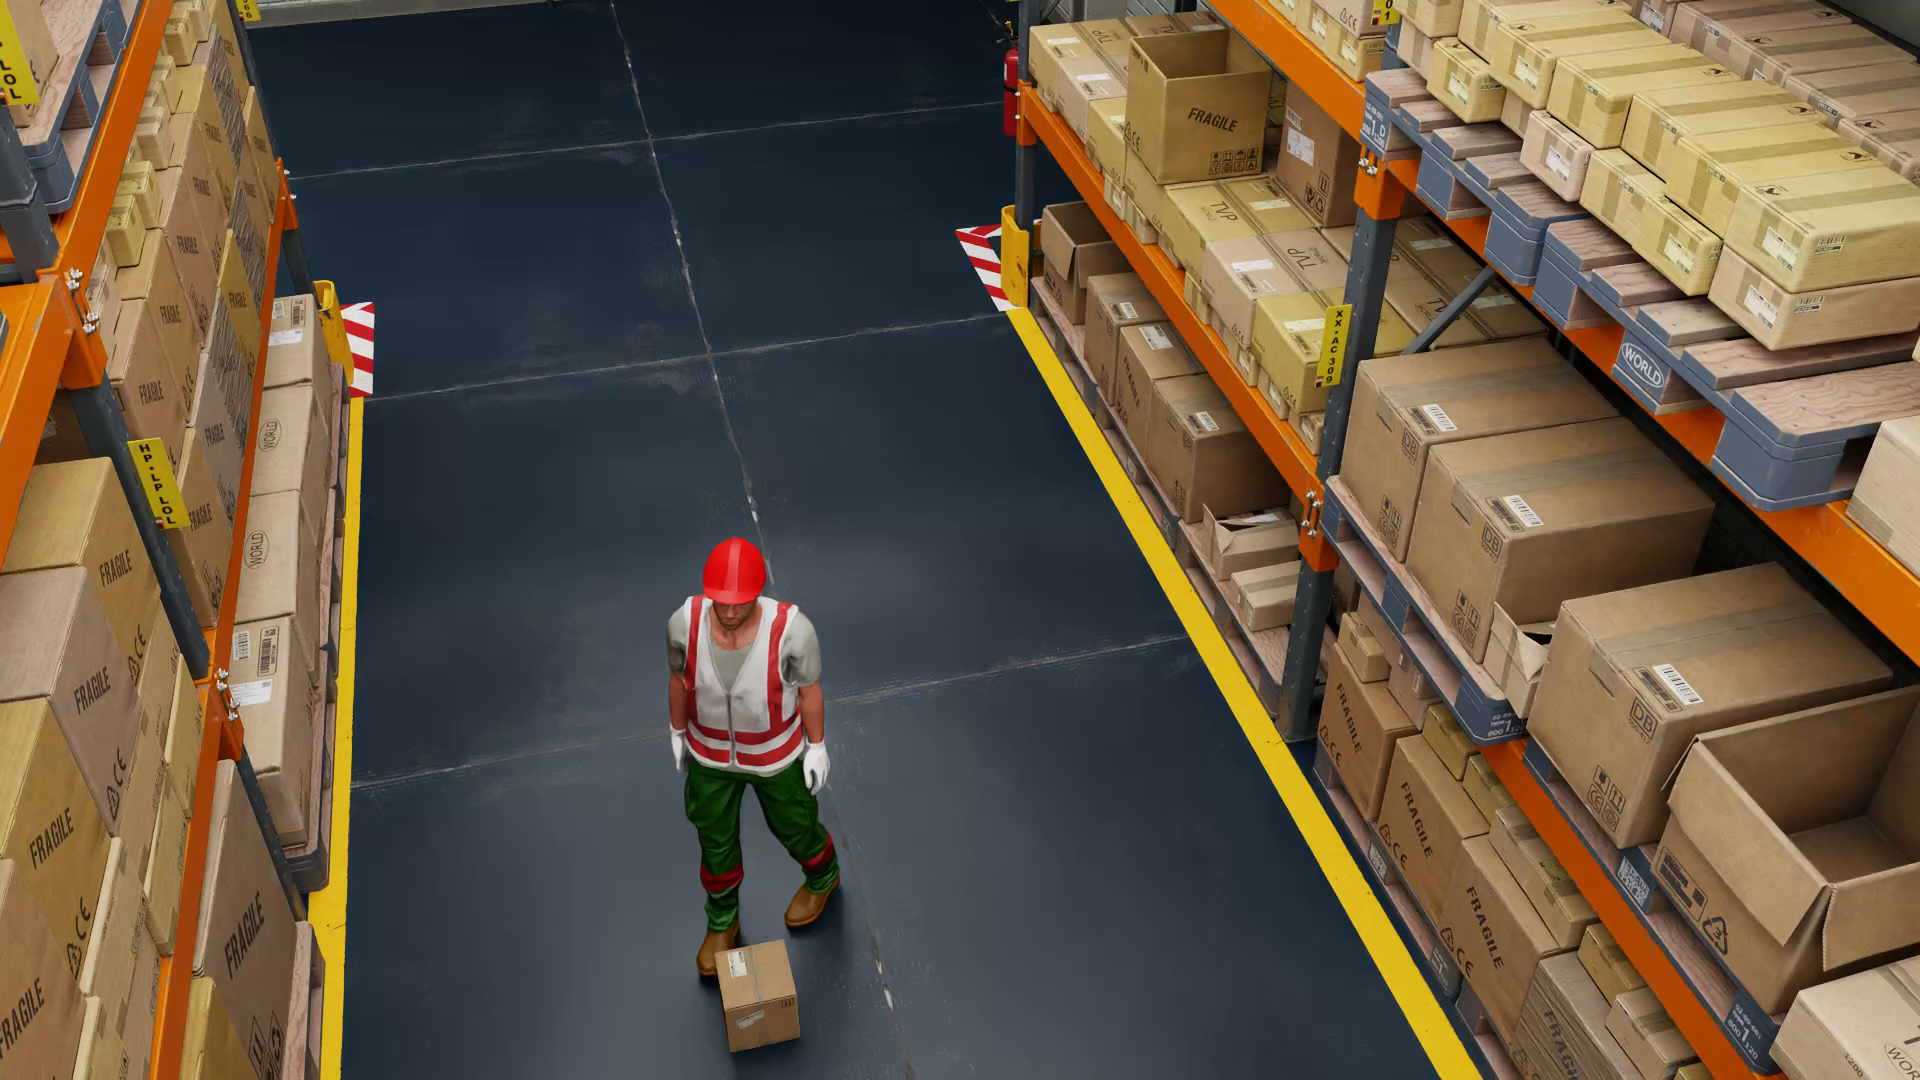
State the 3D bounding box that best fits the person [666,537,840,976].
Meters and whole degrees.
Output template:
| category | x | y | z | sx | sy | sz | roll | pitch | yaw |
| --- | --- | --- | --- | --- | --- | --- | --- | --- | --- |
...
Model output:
| category | x | y | z | sx | sy | sz | roll | pitch | yaw |
| --- | --- | --- | --- | --- | --- | --- | --- | --- | --- |
| person | -0.742 | 0.755 | 5.715 | 0.566 | 1.793 | 0.555 | 5 | 38 | 6 |
